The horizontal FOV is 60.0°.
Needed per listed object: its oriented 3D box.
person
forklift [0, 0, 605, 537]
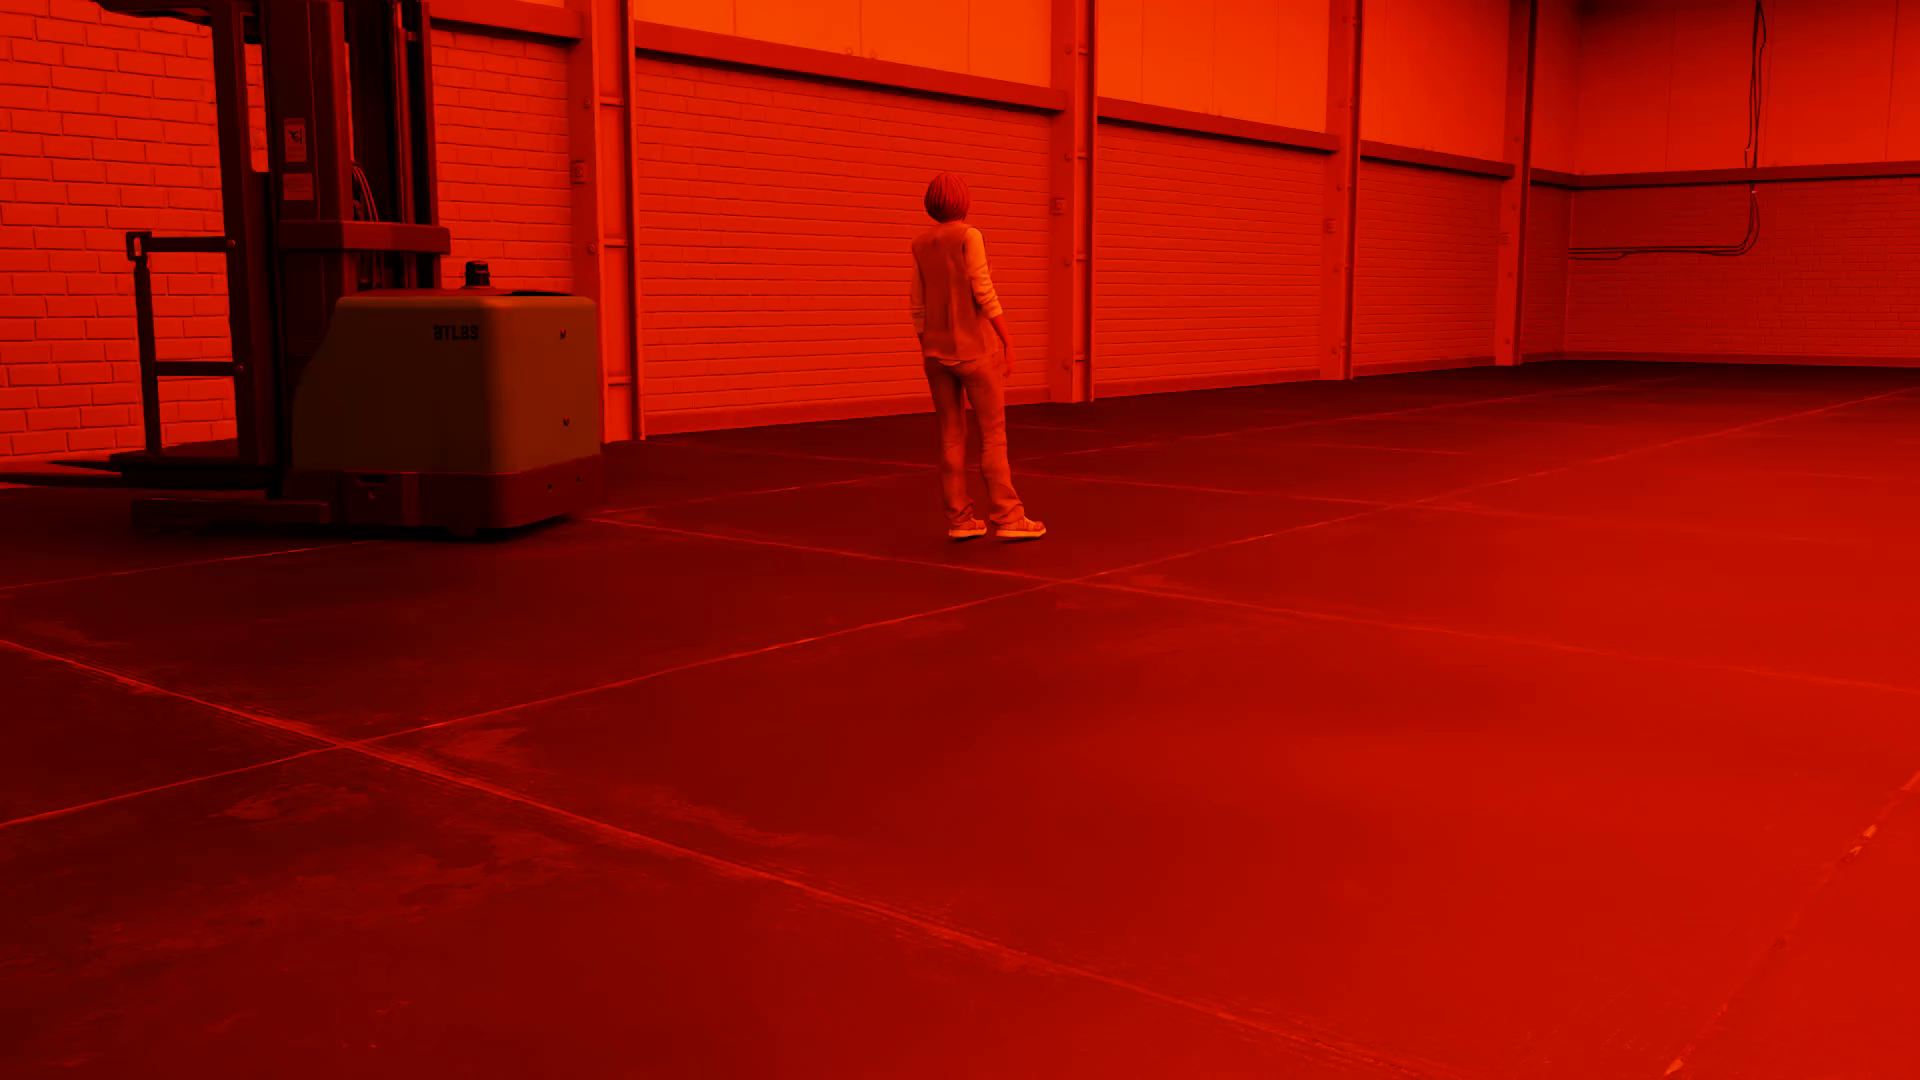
[{"bbox_3d":[0.058,-0.804,7.337,0.521,1.599,0.473,7,11,38],"label":"person"},{"bbox_3d":[-3.316,-1.548,7.862,3.031,2.935,1.130,2,9,12],"label":"forklift"}]
